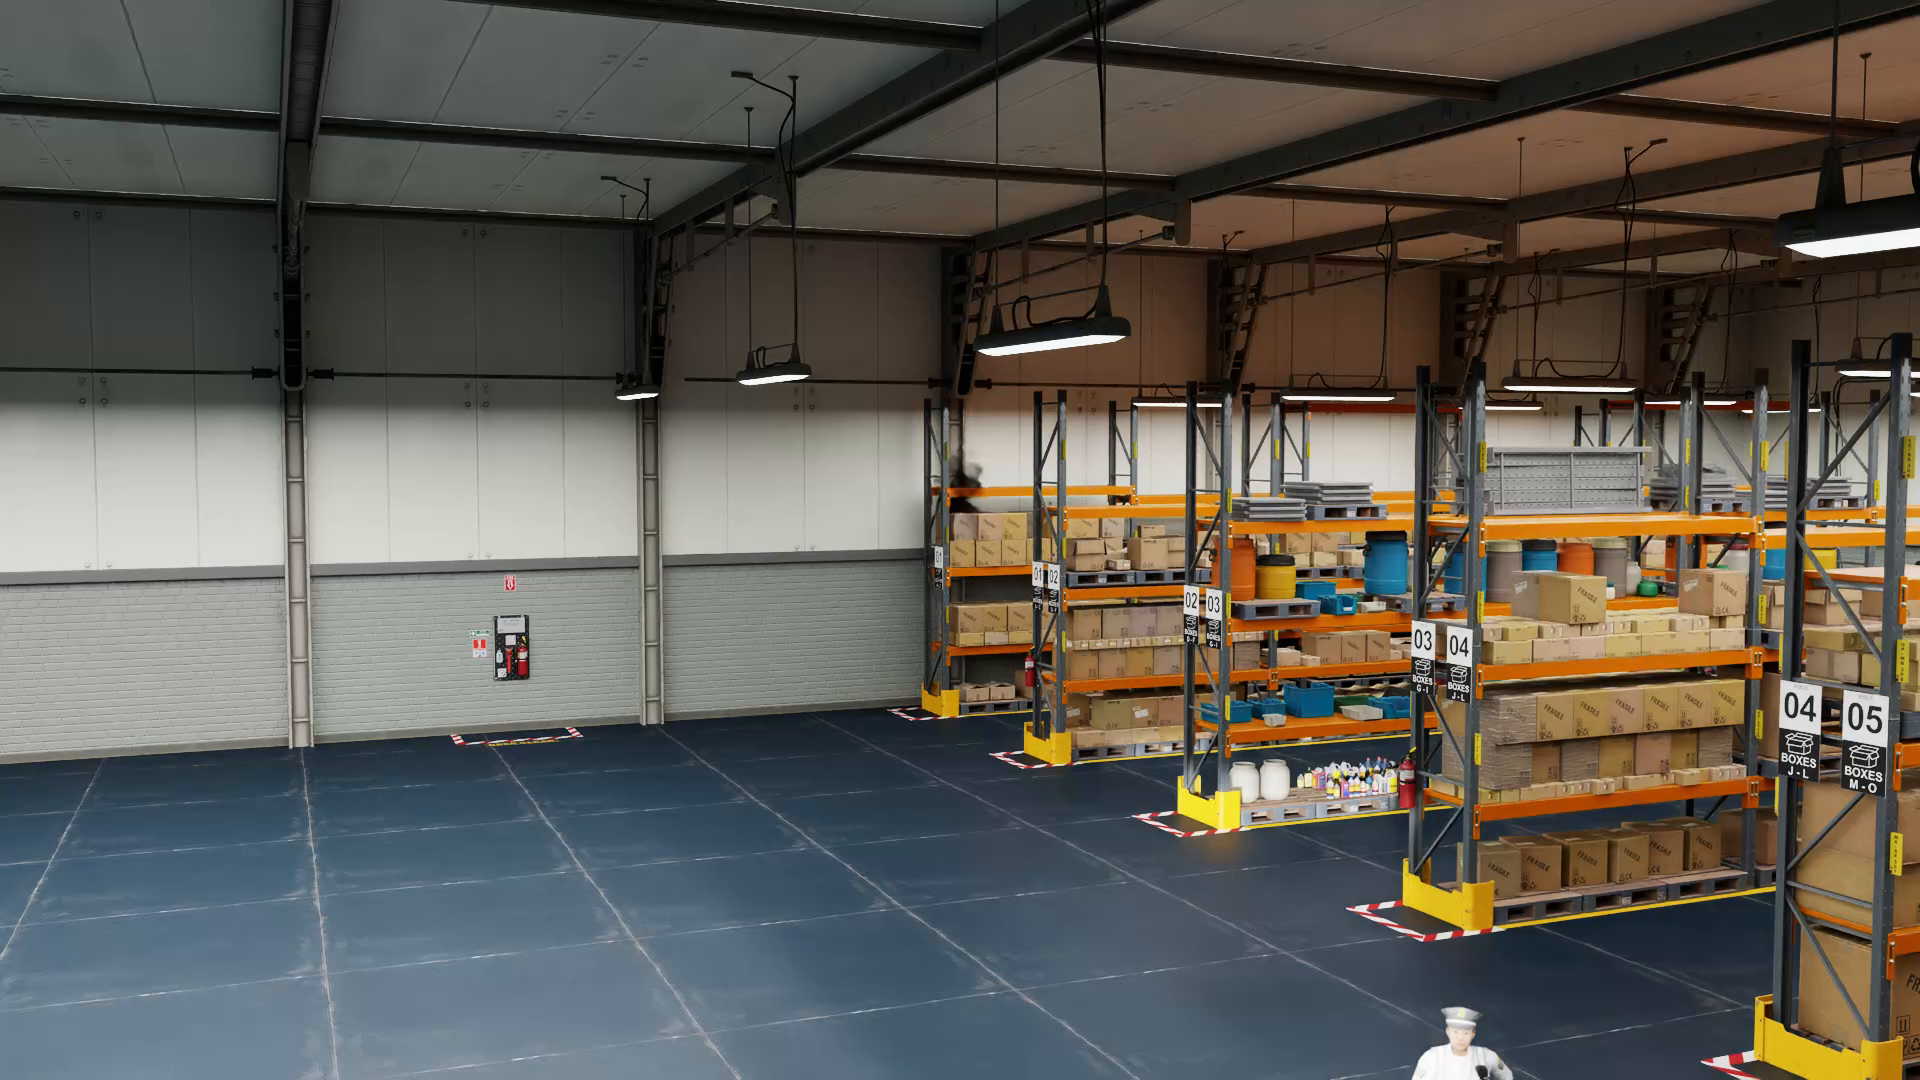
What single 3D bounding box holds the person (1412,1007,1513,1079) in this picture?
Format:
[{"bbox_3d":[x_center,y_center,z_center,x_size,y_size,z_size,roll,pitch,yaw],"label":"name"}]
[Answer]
[{"bbox_3d":[3.070,3.713,10.235,0.600,1.764,0.759,1,4,20],"label":"person"}]
